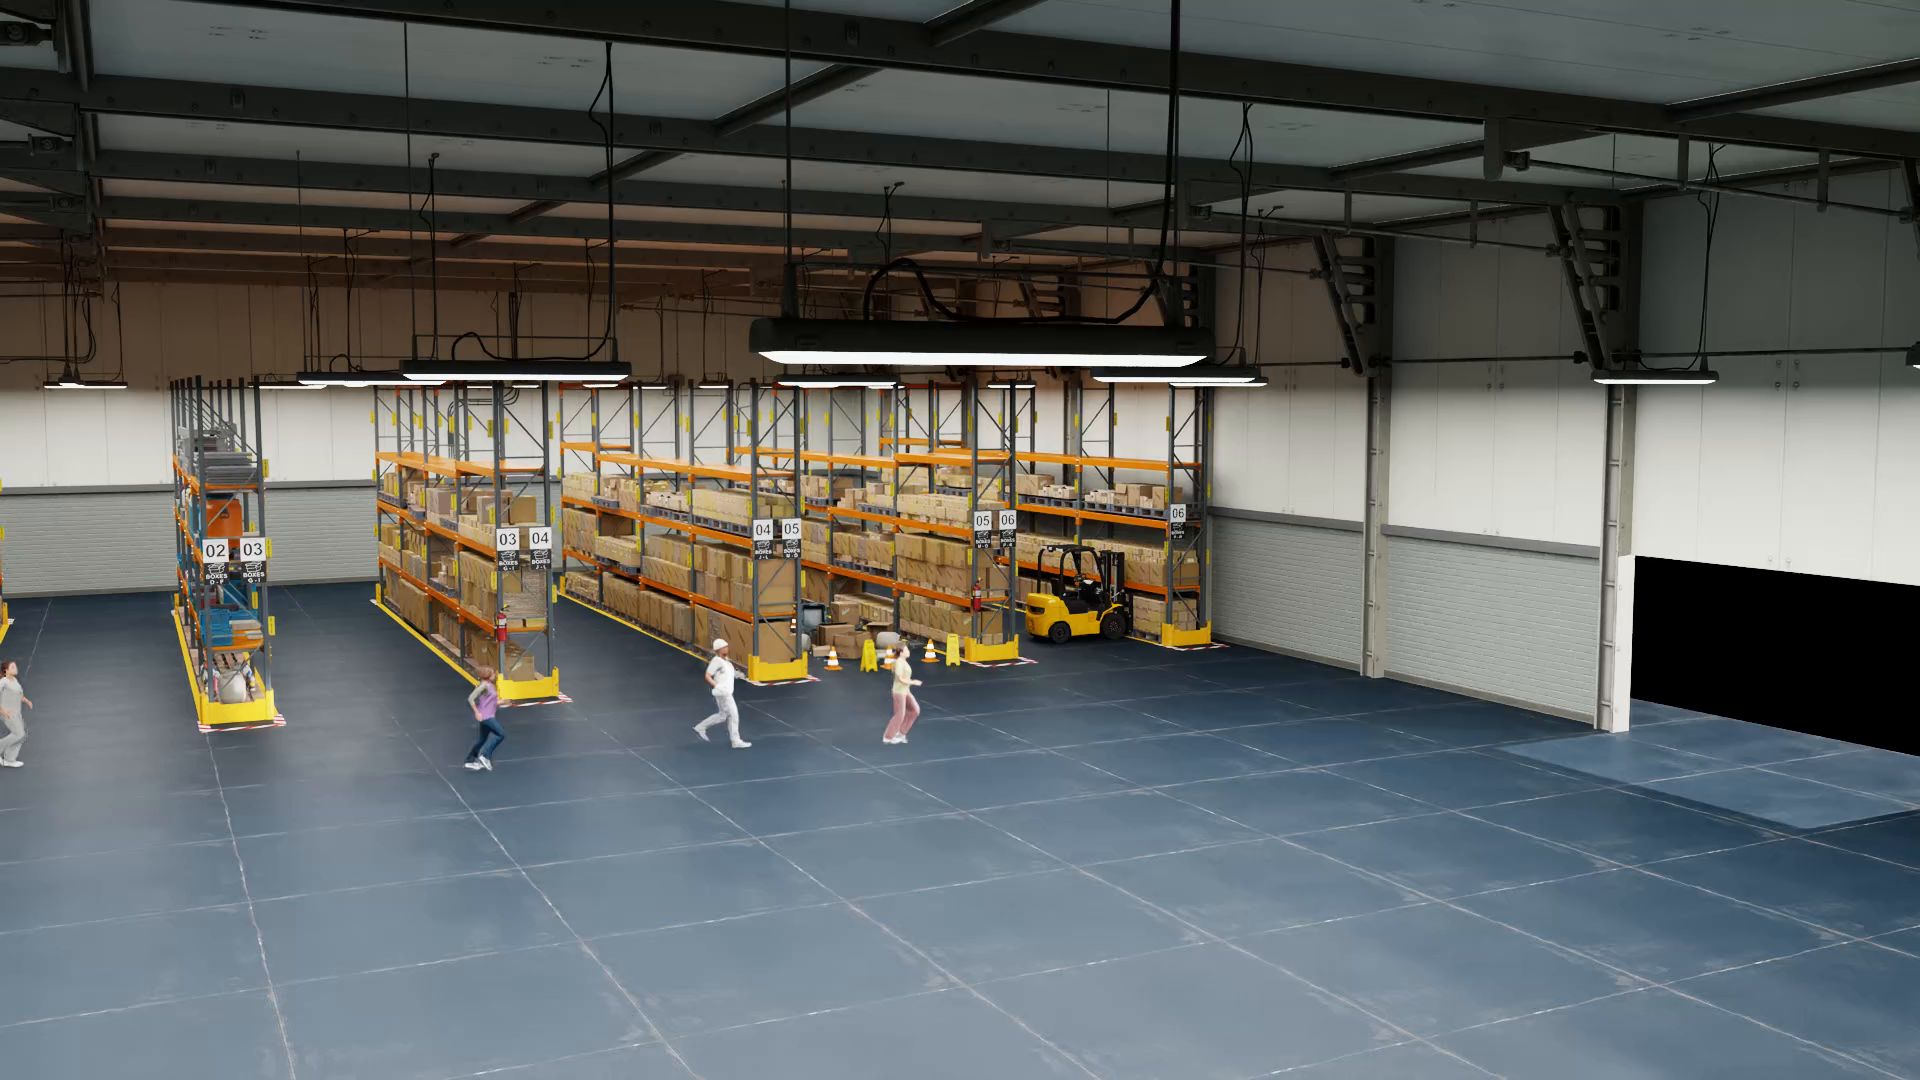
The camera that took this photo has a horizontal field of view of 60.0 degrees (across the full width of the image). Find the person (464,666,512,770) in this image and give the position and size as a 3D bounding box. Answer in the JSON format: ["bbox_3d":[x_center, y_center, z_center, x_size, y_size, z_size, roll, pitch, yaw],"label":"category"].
[{"bbox_3d":[-7.130,2.693,25.101,0.731,1.578,0.500,-1,5,-9],"label":"person"}]

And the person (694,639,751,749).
[{"bbox_3d":[-3.823,2.464,26.694,0.941,1.763,0.696,0,5,0],"label":"person"}]

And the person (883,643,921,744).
[{"bbox_3d":[-0.927,2.503,26.988,0.647,1.678,0.605,1,5,7],"label":"person"}]

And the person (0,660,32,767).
[{"bbox_3d":[-14.540,2.650,25.452,0.559,1.638,0.579,0,5,-3],"label":"person"}]
